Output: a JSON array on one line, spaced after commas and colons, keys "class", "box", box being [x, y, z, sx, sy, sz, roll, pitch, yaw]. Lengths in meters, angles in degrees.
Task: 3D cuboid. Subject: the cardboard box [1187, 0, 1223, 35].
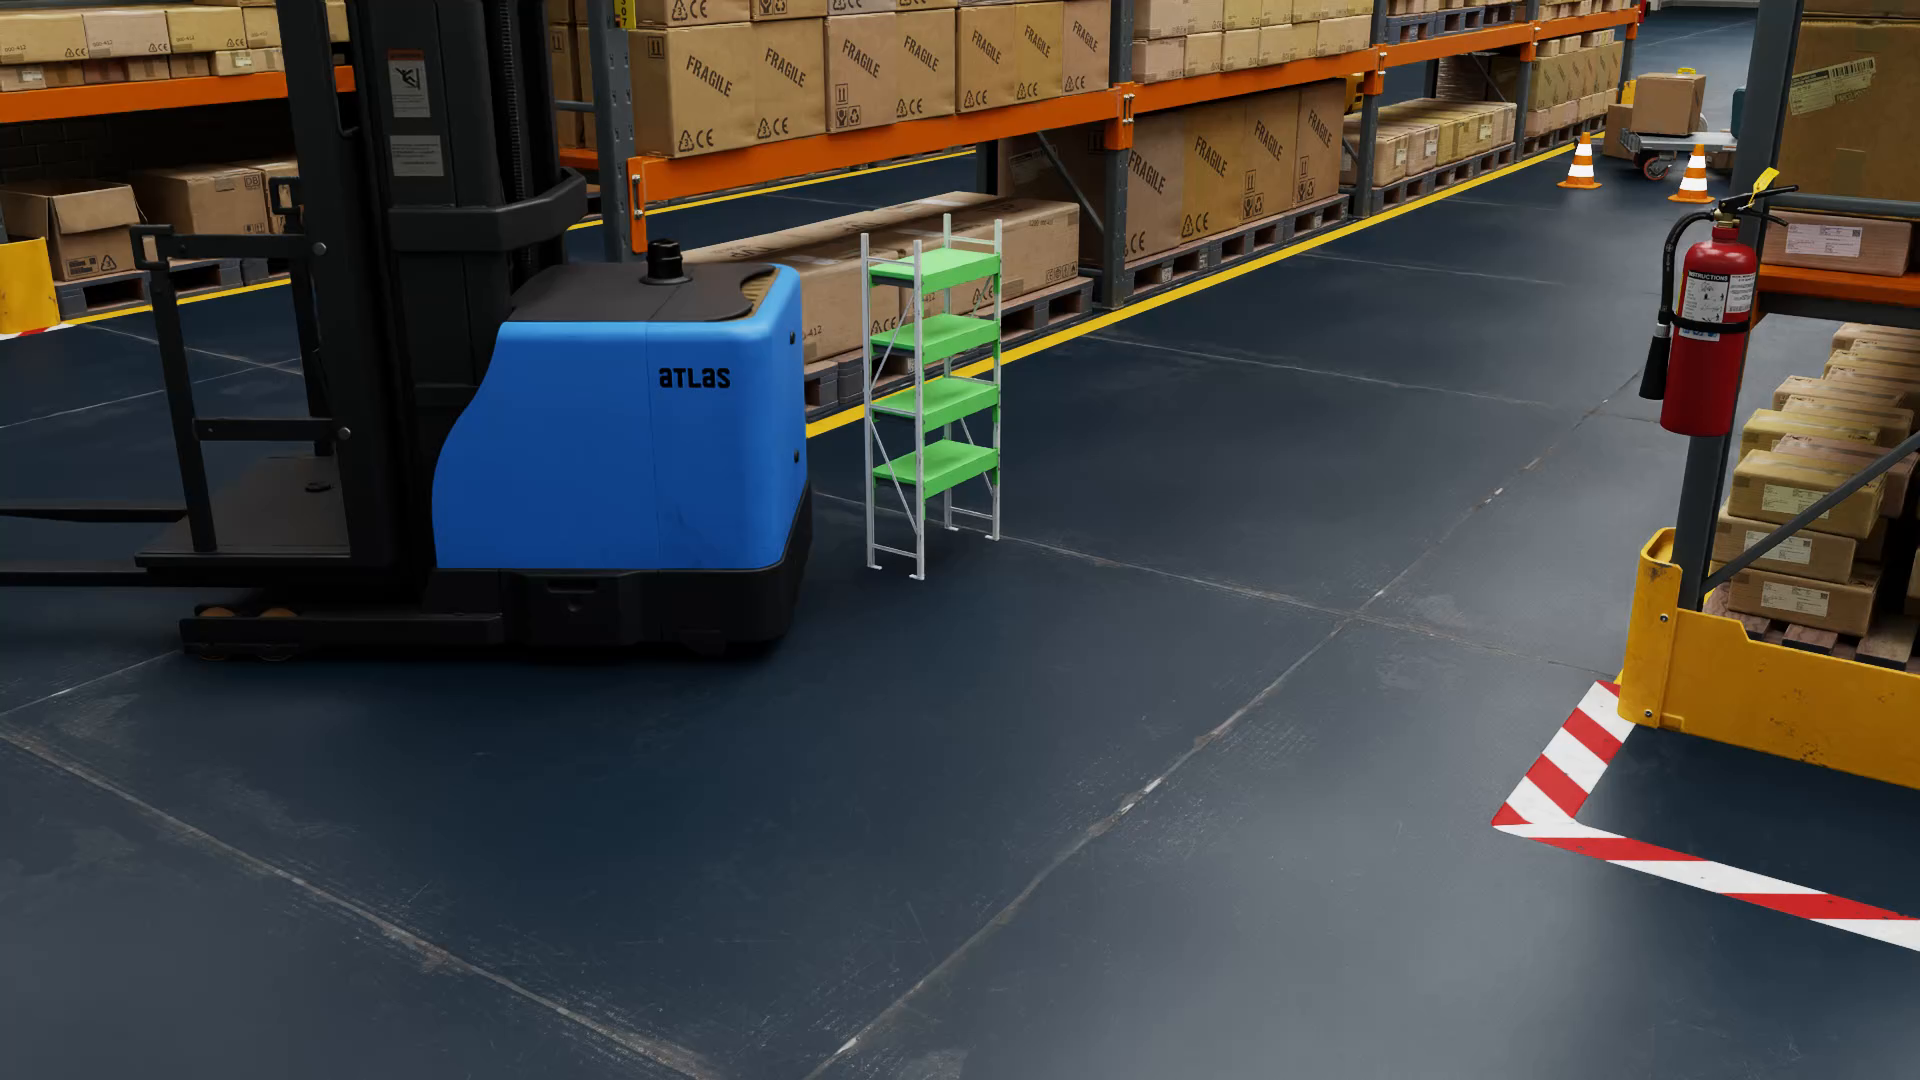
[{"class": "cardboard box", "box": [1.291, -3.275, 10.291, 0.500, 0.250, 0.500, 14, 24, 33]}]

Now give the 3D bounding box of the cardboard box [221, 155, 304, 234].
[{"class": "cardboard box", "box": [-4.500, -2.255, 11.037, 0.500, 0.500, 0.500, 14, 24, 33]}]

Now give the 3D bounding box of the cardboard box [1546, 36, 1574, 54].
[{"class": "cardboard box", "box": [6.000, -5.032, 16.887, 0.380, 0.149, 0.250, 14, 25, 34]}]

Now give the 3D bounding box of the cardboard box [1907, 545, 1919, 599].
[{"class": "cardboard box", "box": [2.950, 0.100, 4.747, 0.380, 0.149, 0.250, 14, 25, 34]}]

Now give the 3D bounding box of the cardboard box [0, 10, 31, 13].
[{"class": "cardboard box", "box": [-5.776, -2.957, 9.723, 0.500, 0.250, 0.500, 14, 25, 33]}]

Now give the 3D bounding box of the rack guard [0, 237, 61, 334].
[{"class": "rack guard", "box": [-5.772, -1.553, 9.744, 1.175, 0.500, 0.348, 13, 24, 32]}]

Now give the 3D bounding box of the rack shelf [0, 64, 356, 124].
[{"class": "rack shelf", "box": [-4.691, -2.940, 10.928, 1.077, 0.370, 4.000, 13, 24, 32]}]

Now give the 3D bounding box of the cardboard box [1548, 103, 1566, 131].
[{"class": "cardboard box", "box": [5.884, -4.359, 17.085, 0.500, 0.250, 0.500, 15, 25, 35]}]

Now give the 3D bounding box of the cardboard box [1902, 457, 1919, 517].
[{"class": "cardboard box", "box": [3.030, -0.214, 5.594, 0.380, 0.149, 0.250, 13, 24, 31]}]

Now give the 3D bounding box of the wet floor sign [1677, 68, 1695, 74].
[{"class": "wet floor sign", "box": [8.278, -5.069, 19.040, 0.232, 0.644, 0.267, -14, 25, -33]}]

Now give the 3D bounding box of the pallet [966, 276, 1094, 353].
[{"class": "pallet", "box": [0.048, -1.374, 9.675, 1.003, 0.211, 1.213, 13, 24, 32]}]

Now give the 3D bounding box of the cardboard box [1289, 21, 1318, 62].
[{"class": "cardboard box", "box": [2.149, -3.475, 11.553, 0.500, 0.250, 0.500, 13, 24, 31]}]

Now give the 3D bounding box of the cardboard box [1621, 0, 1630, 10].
[{"class": "cardboard box", "box": [7.202, -5.967, 18.434, 0.380, 0.149, 0.250, 13, 24, 31]}]

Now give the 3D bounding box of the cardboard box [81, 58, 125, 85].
[{"class": "cardboard box", "box": [-5.180, -2.791, 9.849, 0.380, 0.149, 0.250, 13, 24, 31]}]

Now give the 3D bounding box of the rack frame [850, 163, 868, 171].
[{"class": "rack frame", "box": [-1.318, -4.999, 15.457, 1.000, 3.000, 0.127, 13, 24, 32]}]

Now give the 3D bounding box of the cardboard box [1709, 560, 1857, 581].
[{"class": "cardboard box", "box": [2.627, 0.054, 5.299, 0.380, 0.149, 0.250, 14, 25, 33]}]

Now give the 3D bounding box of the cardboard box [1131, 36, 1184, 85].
[{"class": "cardboard box", "box": [1.006, -2.889, 9.968, 0.500, 0.250, 0.500, 13, 24, 31]}]

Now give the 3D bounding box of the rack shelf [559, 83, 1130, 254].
[{"class": "rack shelf", "box": [-0.584, -1.973, 8.313, 1.077, 0.370, 4.000, 13, 24, 32]}]

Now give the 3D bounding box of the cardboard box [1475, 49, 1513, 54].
[{"class": "cardboard box", "box": [5.433, -4.808, 17.215, 0.500, 0.500, 0.500, 14, 24, 33]}]

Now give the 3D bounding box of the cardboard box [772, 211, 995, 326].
[{"class": "cardboard box", "box": [-0.404, -1.464, 8.986, 0.875, 0.438, 0.875, 12, 24, 30]}]

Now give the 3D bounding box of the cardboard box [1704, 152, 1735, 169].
[{"class": "cardboard box", "box": [7.271, -3.713, 15.920, 0.258, 0.266, 0.396, -2, 20, -5]}]

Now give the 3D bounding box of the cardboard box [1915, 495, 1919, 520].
[{"class": "cardboard box", "box": [3.074, -0.126, 4.929, 0.380, 0.149, 0.250, 14, 24, 33]}]

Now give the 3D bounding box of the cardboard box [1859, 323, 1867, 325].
[{"class": "cardboard box", "box": [4.123, -0.961, 7.187, 0.380, 0.149, 0.250, 15, 25, 34]}]

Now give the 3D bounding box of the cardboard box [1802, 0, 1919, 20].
[{"class": "cardboard box", "box": [2.494, -1.636, 4.350, 0.500, 0.500, 0.500, 13, 24, 31]}]

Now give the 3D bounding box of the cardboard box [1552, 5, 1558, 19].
[{"class": "cardboard box", "box": [5.703, -5.255, 16.510, 0.380, 0.149, 0.250, 13, 24, 32]}]

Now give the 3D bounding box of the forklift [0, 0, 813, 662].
[{"class": "forklift", "box": [-2.059, -1.175, 5.216, 3.031, 2.935, 1.130, 0, 20, 1]}]

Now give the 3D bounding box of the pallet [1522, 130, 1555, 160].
[{"class": "pallet", "box": [5.386, -4.072, 16.969, 1.003, 0.211, 1.213, 13, 24, 32]}]

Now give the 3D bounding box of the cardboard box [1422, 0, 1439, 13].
[{"class": "cardboard box", "box": [3.676, -4.388, 13.559, 0.380, 0.149, 0.250, 13, 24, 32]}]

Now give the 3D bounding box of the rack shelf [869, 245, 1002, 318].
[{"class": "rack shelf", "box": [-0.093, -0.906, 5.784, 0.258, 0.148, 0.480, 13, 24, 32]}]

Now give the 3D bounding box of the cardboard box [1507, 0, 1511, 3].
[{"class": "cardboard box", "box": [4.814, -4.986, 15.176, 0.380, 0.149, 0.250, 12, 24, 30]}]

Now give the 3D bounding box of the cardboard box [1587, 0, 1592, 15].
[{"class": "cardboard box", "box": [6.326, -5.533, 17.262, 0.380, 0.149, 0.250, 13, 24, 32]}]

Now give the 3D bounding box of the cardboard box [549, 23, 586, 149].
[{"class": "cardboard box", "box": [-1.656, -1.974, 7.134, 0.500, 0.500, 0.500, 13, 24, 32]}]

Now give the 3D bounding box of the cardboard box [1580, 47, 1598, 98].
[{"class": "cardboard box", "box": [6.472, -5.012, 17.769, 0.500, 0.500, 0.500, 13, 24, 31]}]

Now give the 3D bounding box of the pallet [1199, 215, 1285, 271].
[{"class": "pallet", "box": [1.597, -2.164, 11.812, 1.003, 0.211, 1.213, 13, 24, 32]}]

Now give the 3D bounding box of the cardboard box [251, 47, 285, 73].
[{"class": "cardboard box", "box": [-4.507, -3.066, 10.593, 0.380, 0.149, 0.250, 14, 24, 33]}]

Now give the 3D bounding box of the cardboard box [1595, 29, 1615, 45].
[{"class": "cardboard box", "box": [6.901, -5.492, 18.131, 0.380, 0.149, 0.250, 14, 25, 33]}]

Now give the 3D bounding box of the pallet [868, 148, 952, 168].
[{"class": "pallet", "box": [-0.823, -3.920, 16.559, 1.003, 0.211, 1.213, 13, 24, 32]}]

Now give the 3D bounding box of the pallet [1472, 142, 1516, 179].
[{"class": "pallet", "box": [4.601, -3.649, 15.824, 1.003, 0.211, 1.213, 13, 24, 32]}]

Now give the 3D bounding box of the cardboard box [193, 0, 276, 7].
[{"class": "cardboard box", "box": [-4.494, -3.633, 10.469, 0.500, 0.500, 0.500, 14, 24, 33]}]

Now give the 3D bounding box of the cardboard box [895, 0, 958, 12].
[{"class": "cardboard box", "box": [-0.355, -2.777, 7.864, 0.500, 0.500, 0.500, 13, 24, 32]}]

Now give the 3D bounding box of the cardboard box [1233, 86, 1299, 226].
[{"class": "cardboard box", "box": [1.827, -2.796, 11.957, 0.875, 0.875, 0.875, 14, 24, 32]}]

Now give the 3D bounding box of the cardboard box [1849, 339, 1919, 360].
[{"class": "cardboard box", "box": [3.598, -0.649, 6.341, 0.380, 0.149, 0.250, 12, 24, 30]}]

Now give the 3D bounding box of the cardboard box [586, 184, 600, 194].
[{"class": "cardboard box", "box": [-3.109, -2.971, 12.971, 0.500, 0.500, 0.500, 15, 25, 34]}]

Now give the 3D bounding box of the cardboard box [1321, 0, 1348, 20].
[{"class": "cardboard box", "box": [2.442, -3.860, 11.873, 0.500, 0.250, 0.500, 13, 24, 30]}]

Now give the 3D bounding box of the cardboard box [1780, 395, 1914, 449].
[{"class": "cardboard box", "box": [2.958, -0.363, 5.569, 0.380, 0.149, 0.250, 12, 24, 30]}]

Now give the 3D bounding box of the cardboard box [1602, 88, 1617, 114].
[{"class": "cardboard box", "box": [7.041, -4.944, 18.665, 0.500, 0.250, 0.500, 13, 24, 32]}]

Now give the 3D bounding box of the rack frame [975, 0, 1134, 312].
[{"class": "rack frame", "box": [0.541, -2.885, 9.740, 1.000, 3.000, 0.127, 13, 24, 32]}]

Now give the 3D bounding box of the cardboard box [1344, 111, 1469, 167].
[{"class": "cardboard box", "box": [3.954, -3.587, 14.821, 0.950, 0.372, 0.625, 14, 25, 34]}]

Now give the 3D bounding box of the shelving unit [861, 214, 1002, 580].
[{"class": "shelving unit", "box": [-0.093, -0.515, 5.928, 0.258, 1.200, 0.503, 13, 24, 32]}]

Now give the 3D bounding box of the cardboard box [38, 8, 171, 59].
[{"class": "cardboard box", "box": [-5.054, -2.996, 9.827, 0.500, 0.250, 0.500, 14, 24, 32]}]

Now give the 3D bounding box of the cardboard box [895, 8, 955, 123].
[{"class": "cardboard box", "box": [-0.371, -2.306, 8.030, 0.500, 0.500, 0.500, 14, 25, 34]}]

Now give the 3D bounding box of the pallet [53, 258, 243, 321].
[{"class": "pallet", "box": [-5.325, -1.647, 10.413, 1.003, 0.211, 1.213, 13, 24, 32]}]
